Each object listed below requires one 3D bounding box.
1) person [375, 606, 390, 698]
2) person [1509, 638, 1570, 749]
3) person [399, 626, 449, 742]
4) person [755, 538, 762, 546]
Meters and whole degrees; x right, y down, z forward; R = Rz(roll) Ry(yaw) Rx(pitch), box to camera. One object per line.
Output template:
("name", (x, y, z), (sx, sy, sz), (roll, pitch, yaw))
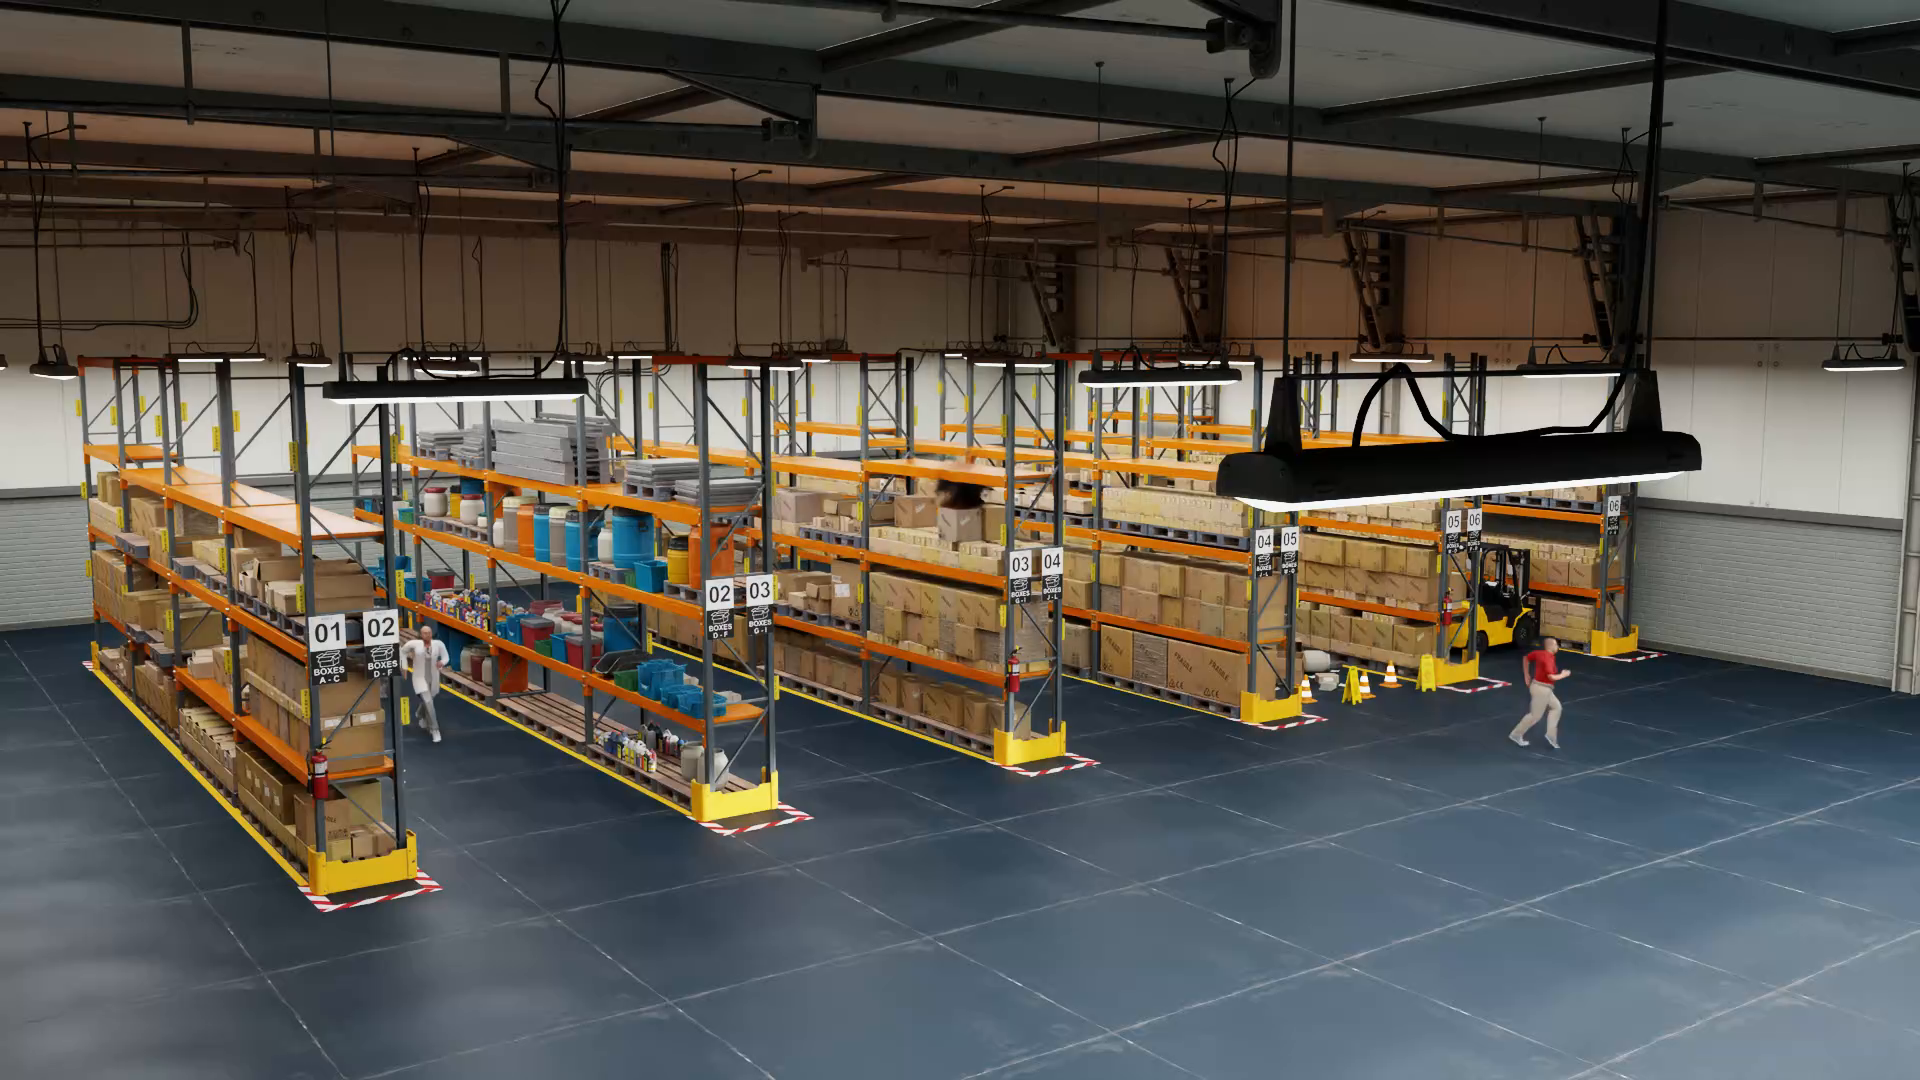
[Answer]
("person", (-10.296, 1.974, 29.465), (0.616, 1.627, 0.550), (-5, 9, -37))
("person", (8.962, 2.387, 25.679), (0.846, 1.781, 0.686), (1, 7, 6))
("person", (-8.510, 2.244, 26.490), (0.734, 1.805, 1.058), (-5, 8, -35))
("person", (-4.665, 0.781, 38.442), (0.681, 1.826, 0.859), (-4, 8, -28))
